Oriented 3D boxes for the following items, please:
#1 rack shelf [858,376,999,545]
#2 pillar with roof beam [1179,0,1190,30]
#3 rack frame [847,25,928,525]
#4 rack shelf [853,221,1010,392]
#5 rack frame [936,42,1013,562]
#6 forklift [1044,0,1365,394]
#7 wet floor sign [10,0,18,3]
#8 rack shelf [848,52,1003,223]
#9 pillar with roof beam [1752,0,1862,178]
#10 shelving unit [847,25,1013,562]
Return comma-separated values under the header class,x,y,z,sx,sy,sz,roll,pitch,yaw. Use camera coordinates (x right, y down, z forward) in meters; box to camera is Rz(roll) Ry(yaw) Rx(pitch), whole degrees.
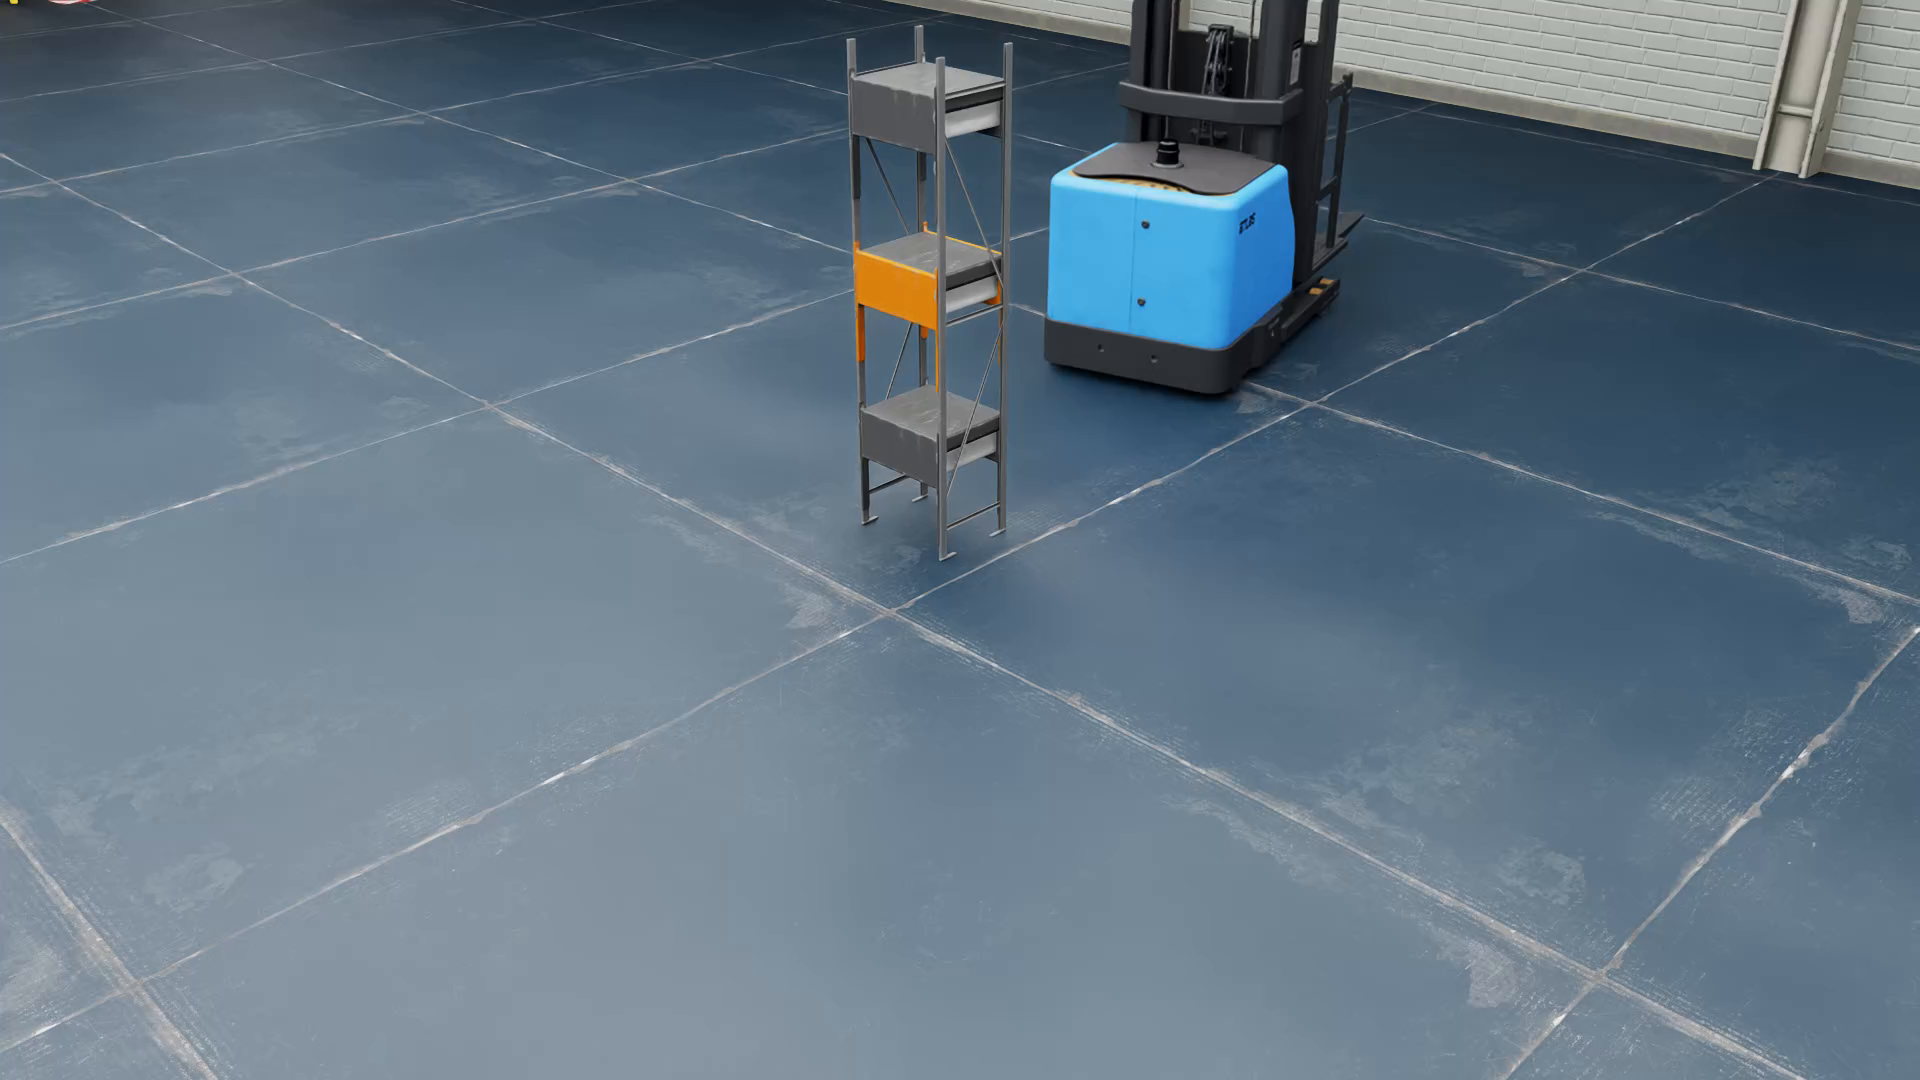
class,x,y,z,sx,sy,sz,roll,pitch,yaw
rack shelf,-0.118,-0.352,7.196,0.480,0.518,0.431,25,36,38
pillar with roof beam,-1.044,-7.315,11.492,0.400,9.000,9.100,25,36,38
rack frame,-0.292,-1.063,7.015,0.015,2.100,0.400,25,36,38
rack shelf,-0.118,-0.971,6.870,0.480,0.518,0.431,25,36,38
rack frame,0.056,-0.904,6.713,0.015,2.100,0.400,25,36,38
forklift,1.607,-2.699,9.234,1.130,2.935,3.031,14,31,25
wet floor sign,-10.811,-6.370,18.670,0.267,0.644,0.232,-13,30,-22
rack shelf,-0.118,-1.591,6.545,0.480,0.518,0.431,25,36,38
pillar with roof beam,3.234,-5.357,7.769,0.400,9.000,9.100,25,36,38
shelving unit,-0.118,-0.983,6.864,0.503,2.100,0.431,25,36,38
